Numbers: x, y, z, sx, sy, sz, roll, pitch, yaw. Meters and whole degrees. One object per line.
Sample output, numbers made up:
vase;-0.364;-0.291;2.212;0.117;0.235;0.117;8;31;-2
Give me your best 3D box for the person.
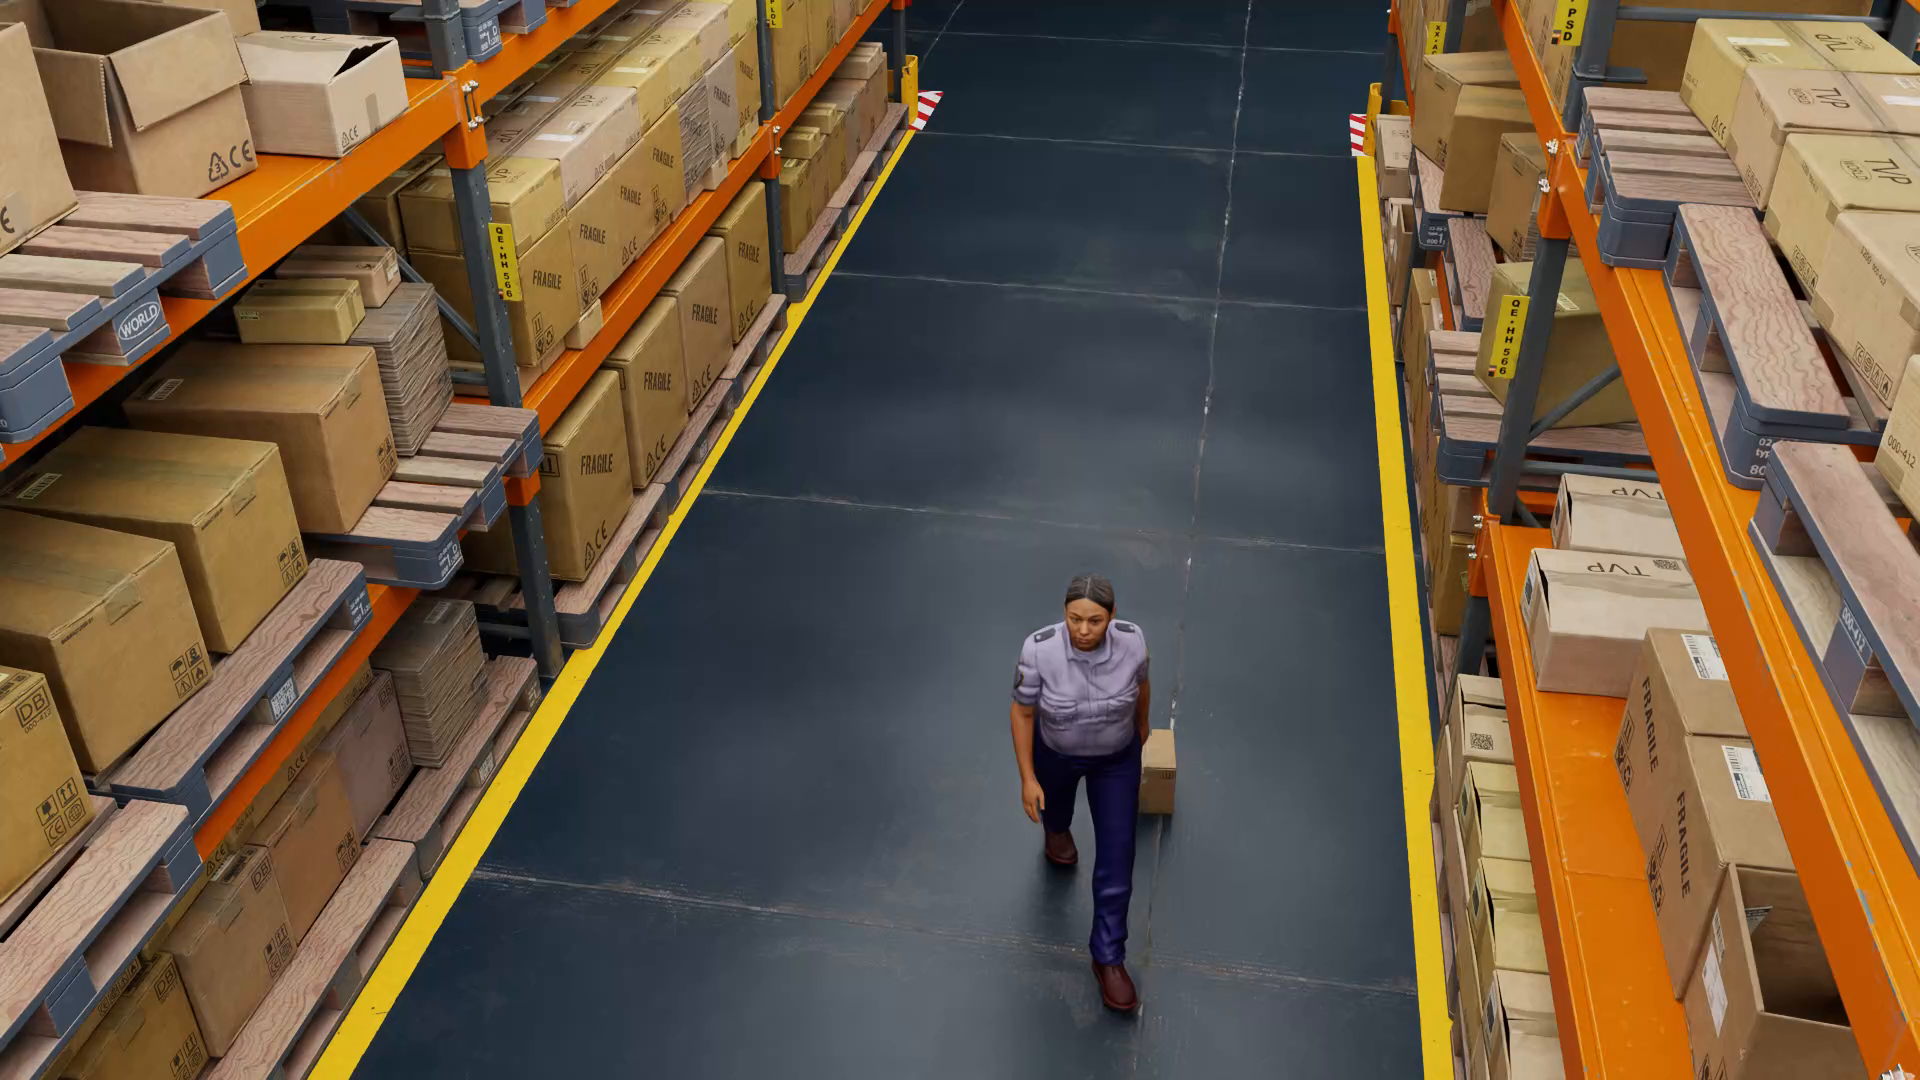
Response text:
person;0.433;0.768;5.945;0.512;1.569;1.051;2;33;3
